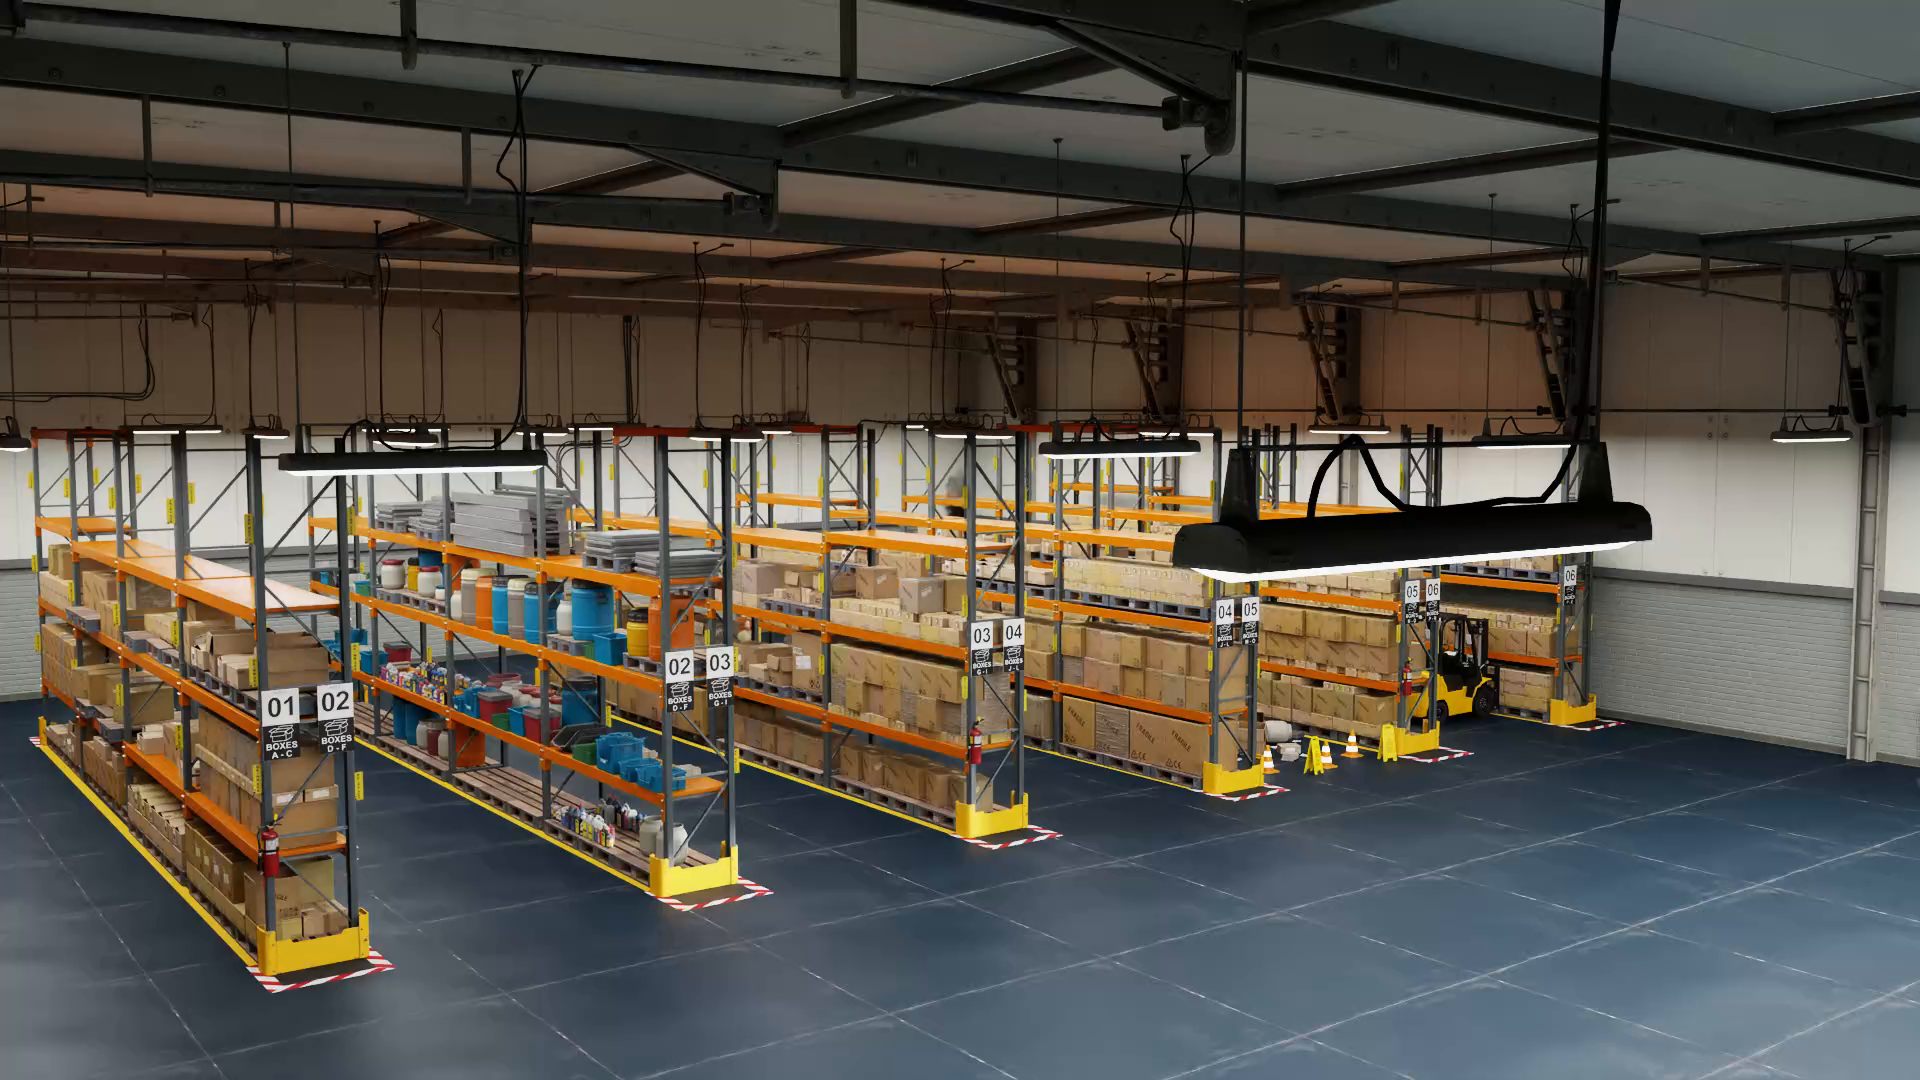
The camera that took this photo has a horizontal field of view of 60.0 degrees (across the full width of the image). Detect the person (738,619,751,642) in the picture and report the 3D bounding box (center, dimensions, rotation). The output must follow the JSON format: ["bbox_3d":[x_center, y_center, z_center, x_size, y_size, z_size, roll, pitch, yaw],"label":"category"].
[{"bbox_3d":[-4.725,2.580,37.204,0.582,1.667,0.843,-2,5,-28],"label":"person"}]

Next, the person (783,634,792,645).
[{"bbox_3d":[-4.344,2.122,42.712,0.969,1.753,0.671,-3,5,-34],"label":"person"}]
